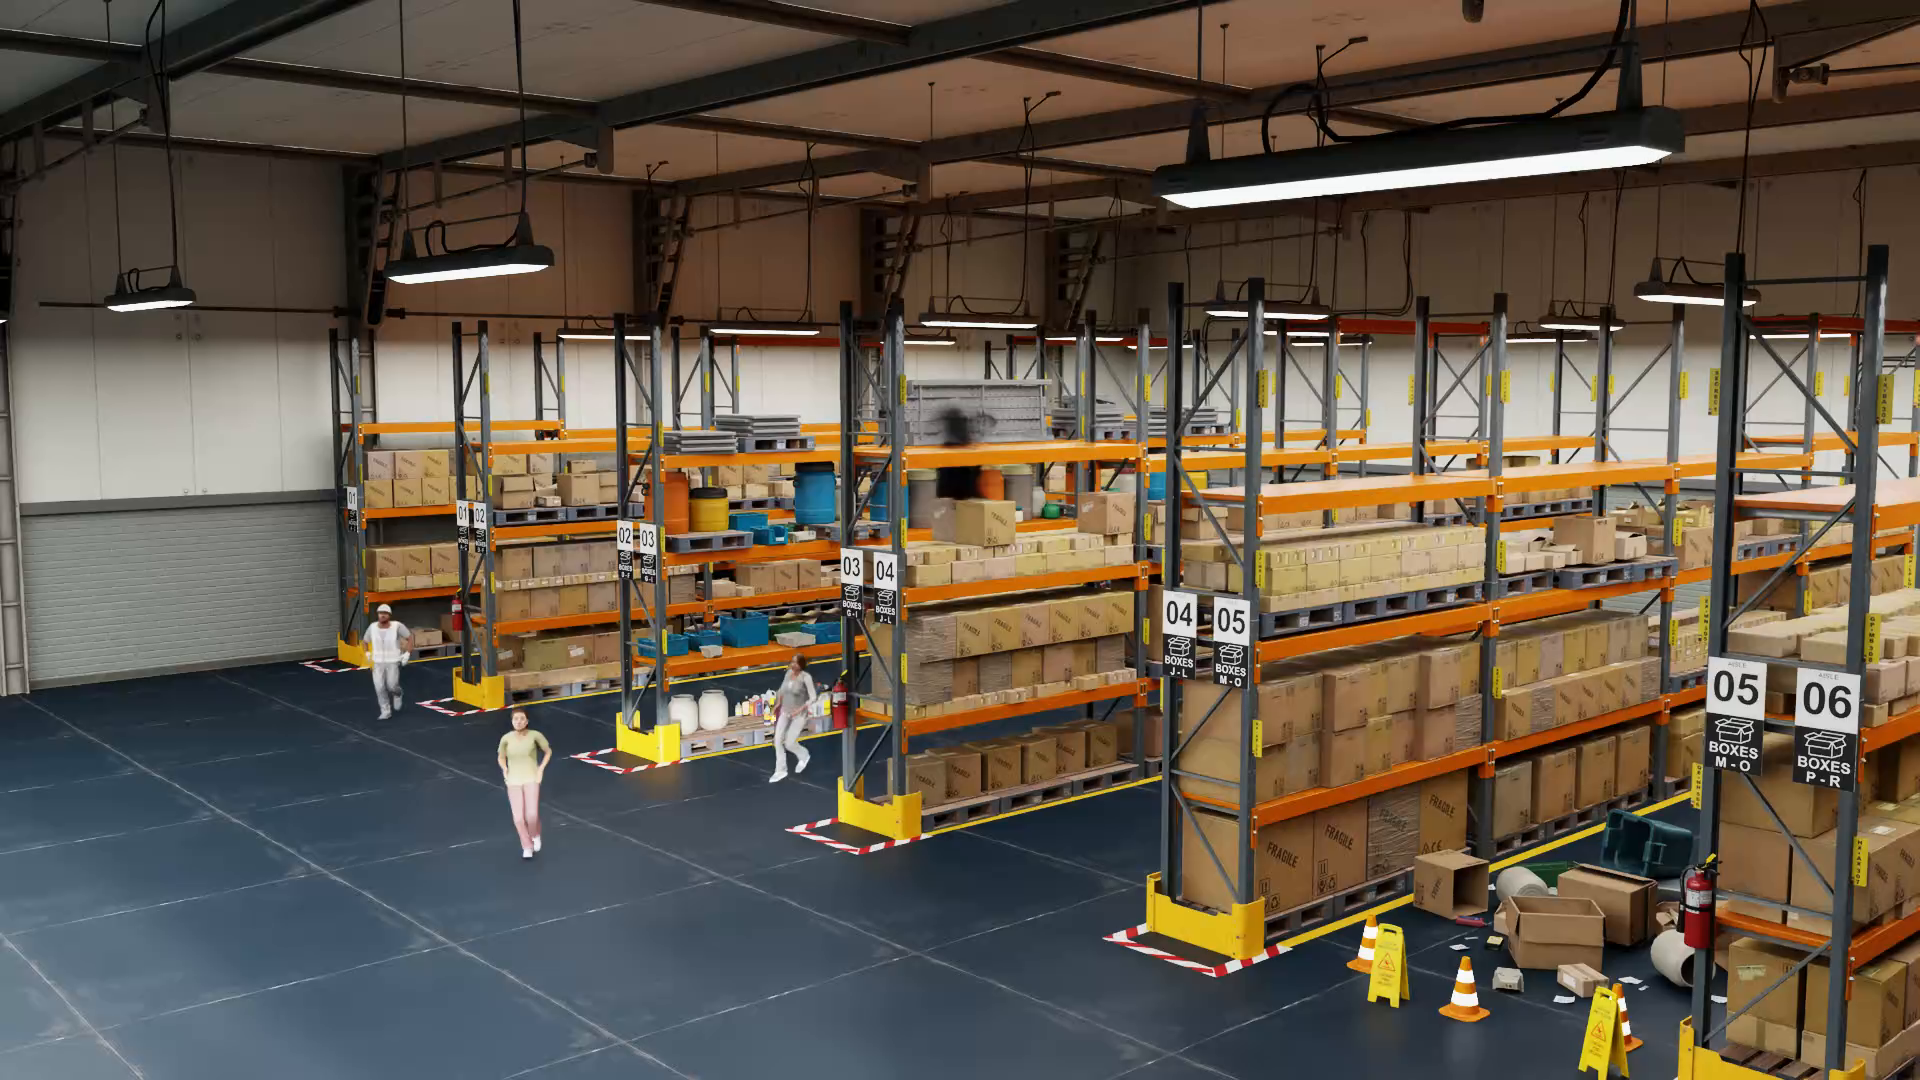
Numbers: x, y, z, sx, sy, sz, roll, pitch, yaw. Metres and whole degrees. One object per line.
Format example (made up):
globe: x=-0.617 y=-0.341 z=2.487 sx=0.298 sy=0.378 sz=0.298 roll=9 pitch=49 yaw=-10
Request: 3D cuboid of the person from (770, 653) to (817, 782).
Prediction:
person: x=-1.984 y=2.132 z=20.129 sx=0.580 sy=1.570 sz=0.579 roll=4 pitch=7 yaw=33

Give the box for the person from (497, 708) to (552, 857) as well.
person: x=-4.656 y=2.598 z=17.727 sx=0.556 sy=1.625 sz=0.510 roll=-1 pitch=6 yaw=-6

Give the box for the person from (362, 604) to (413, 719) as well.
person: x=-8.630 y=1.826 z=25.065 sx=0.728 sy=1.731 sz=0.628 roll=-1 pitch=6 yaw=-8
